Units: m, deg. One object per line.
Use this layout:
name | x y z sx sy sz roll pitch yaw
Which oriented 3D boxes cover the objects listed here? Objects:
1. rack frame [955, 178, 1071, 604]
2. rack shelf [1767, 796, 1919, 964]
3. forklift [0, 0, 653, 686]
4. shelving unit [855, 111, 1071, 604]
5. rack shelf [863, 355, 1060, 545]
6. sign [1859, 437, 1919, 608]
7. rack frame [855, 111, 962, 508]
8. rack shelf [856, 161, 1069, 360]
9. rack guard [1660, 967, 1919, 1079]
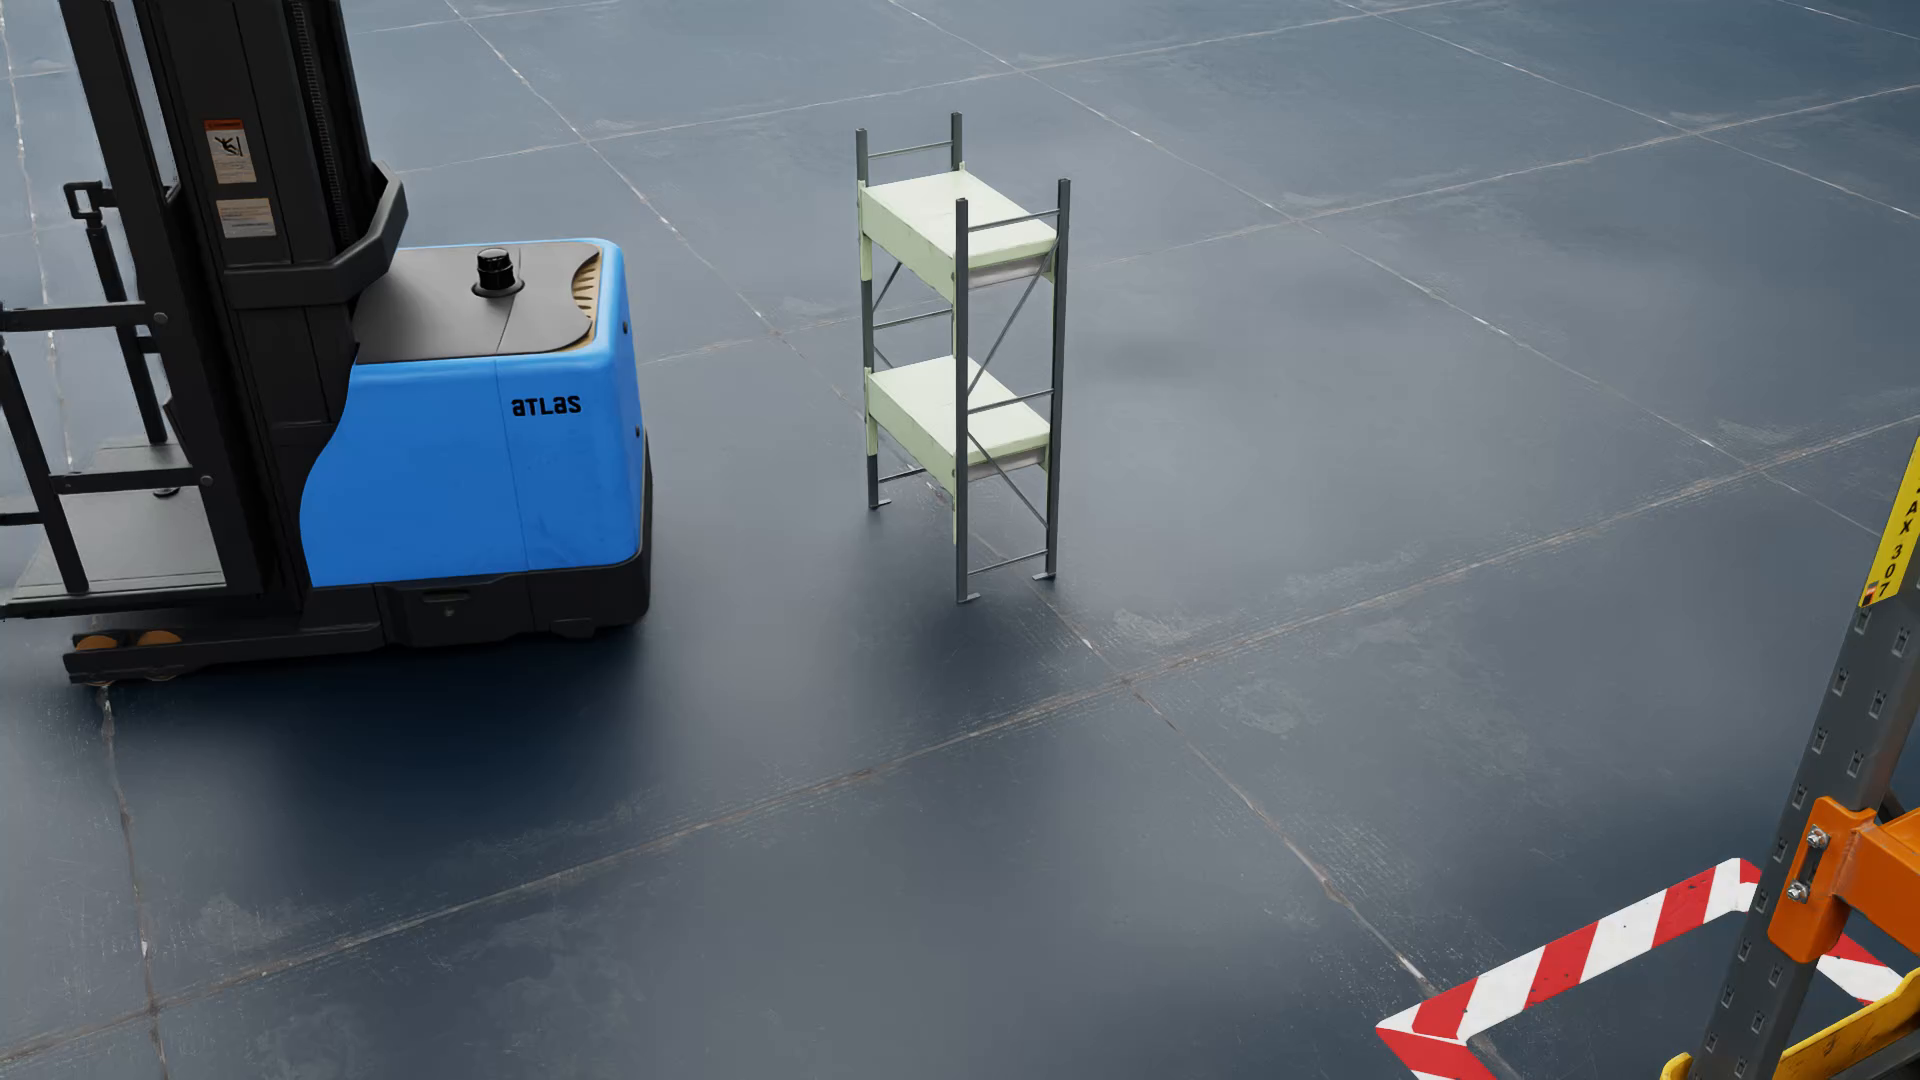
rack frame | 0.168 -0.460 5.578 0.400 1.500 0.023 -16 36 -23
rack shelf | 2.966 1.449 1.874 1.077 0.370 4.000 -16 36 -23
forklift | -2.635 -1.056 5.181 3.031 2.935 1.130 -4 33 -7
shelving unit | -0.003 -0.635 5.850 0.431 1.500 0.755 -16 36 -23
rack shelf | -0.003 -0.360 6.026 0.431 0.370 0.720 -16 36 -23
sign | 1.553 -0.036 2.723 0.100 0.325 0.005 -16 36 -23
rack frame | -0.174 -0.809 6.123 0.400 1.500 0.023 -16 36 -23
rack shelf | -0.003 -0.963 5.640 0.431 0.370 0.720 -16 36 -23
rack guard | 2.069 1.281 3.787 1.175 0.500 0.348 -16 36 -23
